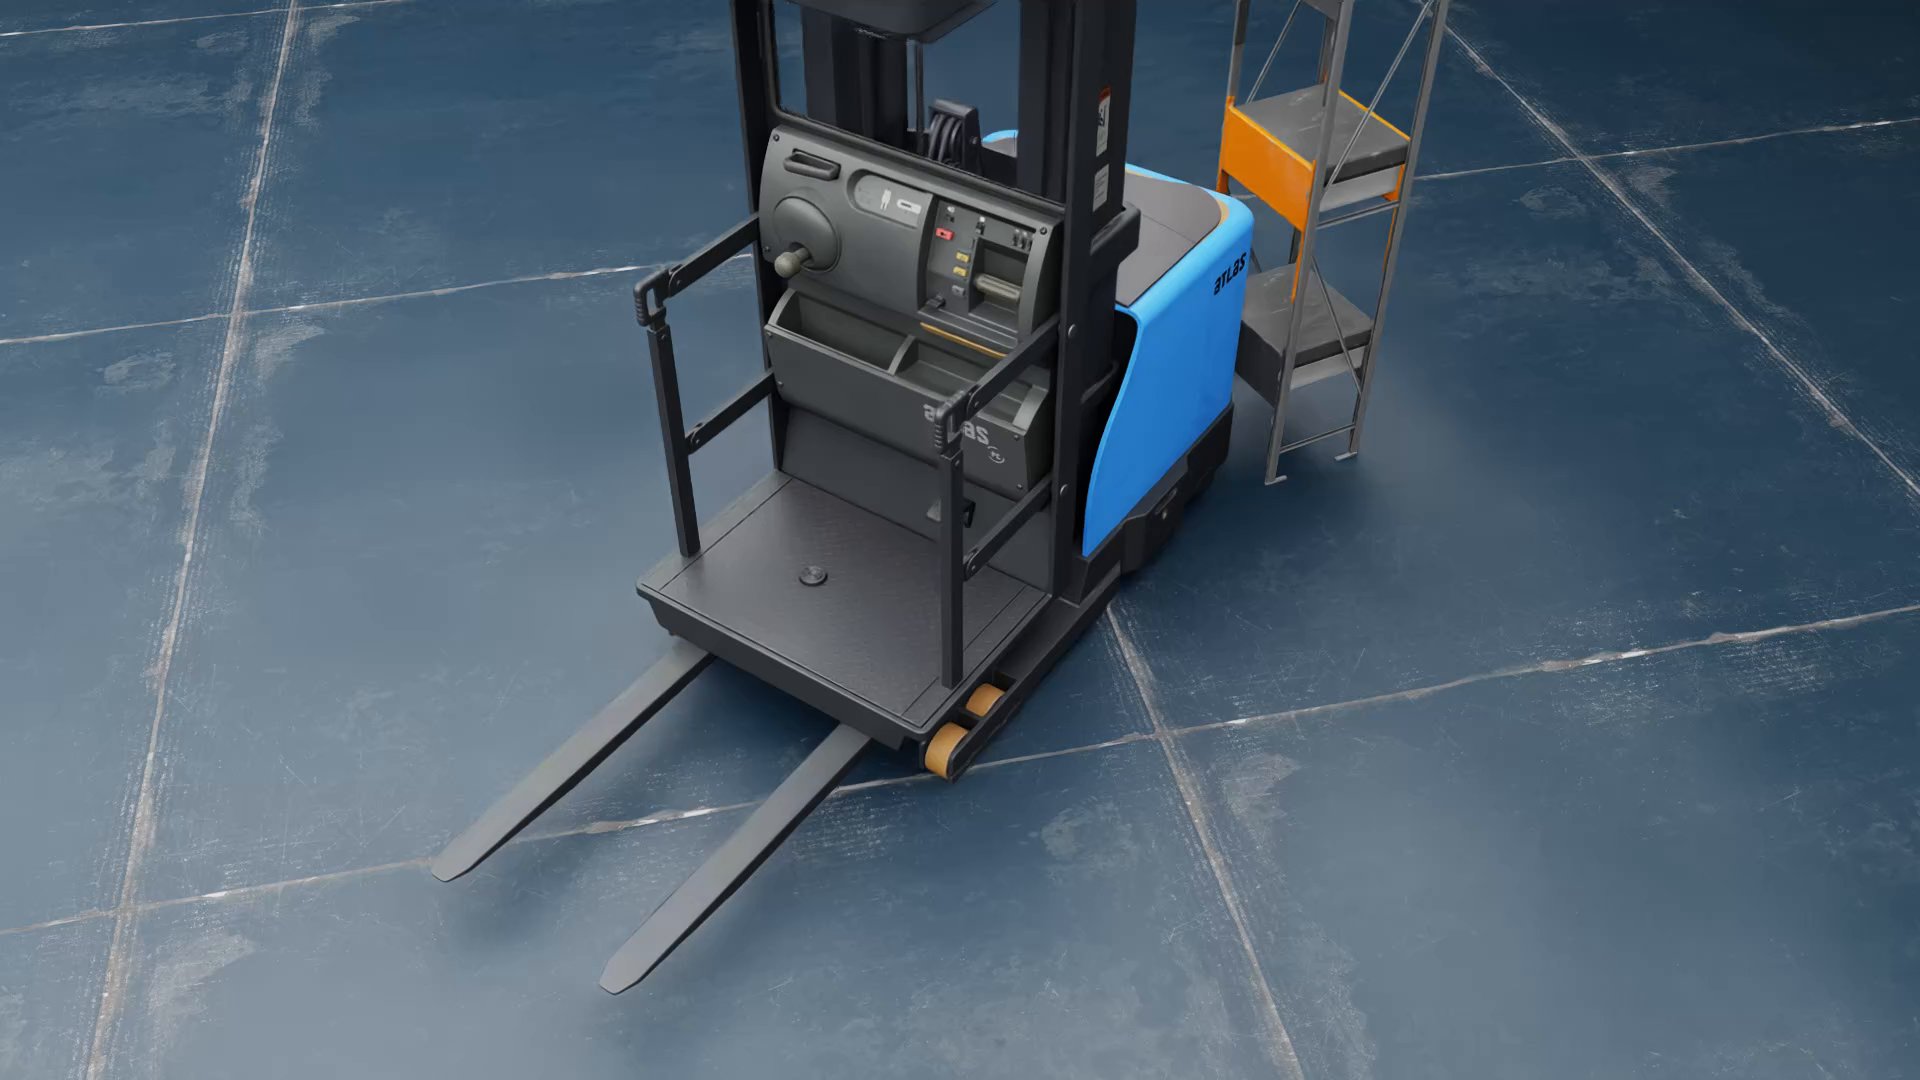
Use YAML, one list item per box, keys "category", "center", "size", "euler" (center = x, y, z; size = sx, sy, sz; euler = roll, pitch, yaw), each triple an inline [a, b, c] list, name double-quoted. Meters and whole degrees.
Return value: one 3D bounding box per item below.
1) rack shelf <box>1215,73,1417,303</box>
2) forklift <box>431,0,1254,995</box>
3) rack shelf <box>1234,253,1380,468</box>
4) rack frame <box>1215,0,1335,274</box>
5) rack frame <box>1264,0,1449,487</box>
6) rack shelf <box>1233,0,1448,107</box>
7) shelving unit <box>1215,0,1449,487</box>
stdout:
- category: "rack shelf"
  center: [1.164, -1.174, 5.511]
  size: [0.431, 0.518, 0.480]
  euler: [-19, 45, -20]
- category: "forklift"
  center: [-0.281, -0.751, 4.388]
  size: [1.130, 2.935, 3.031]
  euler: [24, 47, 25]
- category: "rack shelf"
  center: [1.163, -0.651, 5.976]
  size: [0.431, 0.518, 0.480]
  euler: [-19, 45, -20]
- category: "rack frame"
  center: [1.052, -1.329, 5.663]
  size: [0.400, 2.100, 0.015]
  euler: [-19, 45, -20]
- category: "rack frame"
  center: [1.275, -1.040, 5.339]
  size: [0.400, 2.100, 0.015]
  euler: [-19, 45, -20]
- category: "rack shelf"
  center: [1.164, -1.697, 5.045]
  size: [0.431, 0.518, 0.480]
  euler: [-19, 45, -20]
- category: "shelving unit"
  center: [1.164, -1.184, 5.501]
  size: [0.431, 2.100, 0.503]
  euler: [-19, 45, -20]
